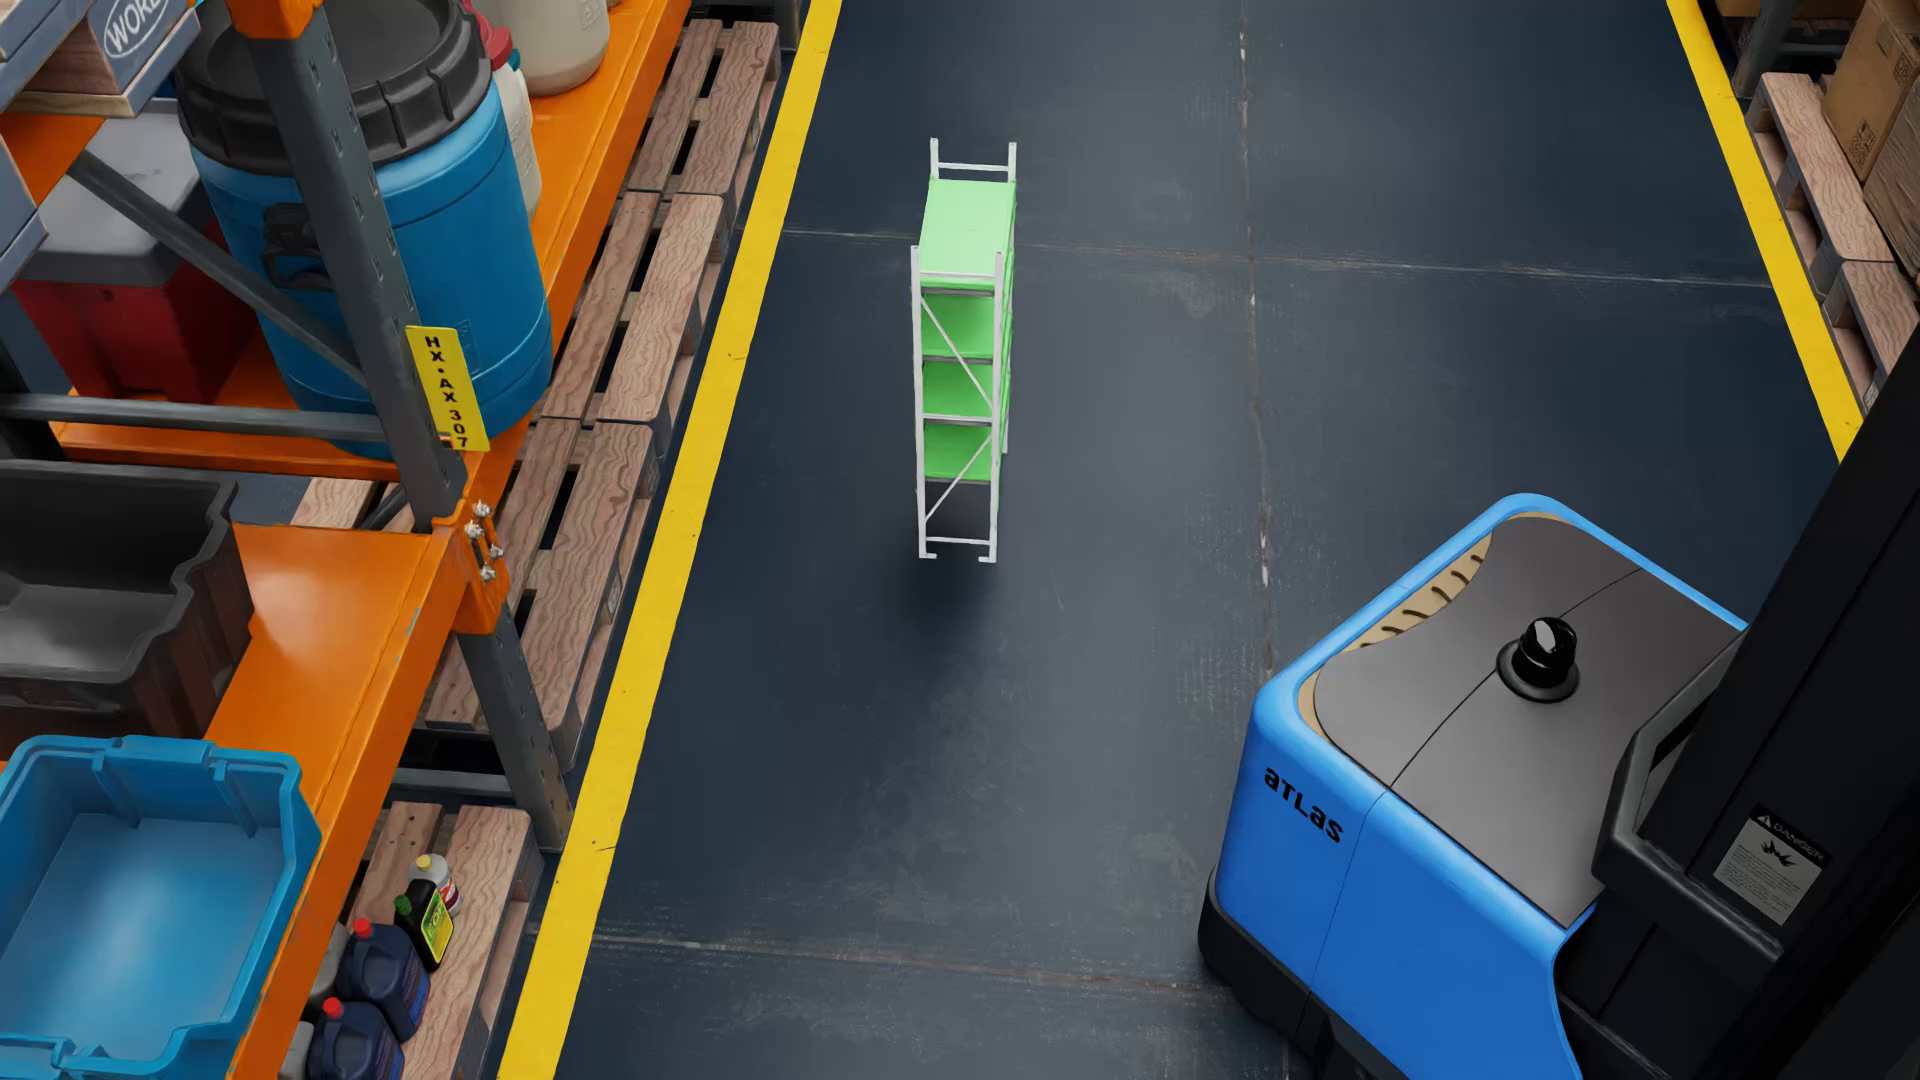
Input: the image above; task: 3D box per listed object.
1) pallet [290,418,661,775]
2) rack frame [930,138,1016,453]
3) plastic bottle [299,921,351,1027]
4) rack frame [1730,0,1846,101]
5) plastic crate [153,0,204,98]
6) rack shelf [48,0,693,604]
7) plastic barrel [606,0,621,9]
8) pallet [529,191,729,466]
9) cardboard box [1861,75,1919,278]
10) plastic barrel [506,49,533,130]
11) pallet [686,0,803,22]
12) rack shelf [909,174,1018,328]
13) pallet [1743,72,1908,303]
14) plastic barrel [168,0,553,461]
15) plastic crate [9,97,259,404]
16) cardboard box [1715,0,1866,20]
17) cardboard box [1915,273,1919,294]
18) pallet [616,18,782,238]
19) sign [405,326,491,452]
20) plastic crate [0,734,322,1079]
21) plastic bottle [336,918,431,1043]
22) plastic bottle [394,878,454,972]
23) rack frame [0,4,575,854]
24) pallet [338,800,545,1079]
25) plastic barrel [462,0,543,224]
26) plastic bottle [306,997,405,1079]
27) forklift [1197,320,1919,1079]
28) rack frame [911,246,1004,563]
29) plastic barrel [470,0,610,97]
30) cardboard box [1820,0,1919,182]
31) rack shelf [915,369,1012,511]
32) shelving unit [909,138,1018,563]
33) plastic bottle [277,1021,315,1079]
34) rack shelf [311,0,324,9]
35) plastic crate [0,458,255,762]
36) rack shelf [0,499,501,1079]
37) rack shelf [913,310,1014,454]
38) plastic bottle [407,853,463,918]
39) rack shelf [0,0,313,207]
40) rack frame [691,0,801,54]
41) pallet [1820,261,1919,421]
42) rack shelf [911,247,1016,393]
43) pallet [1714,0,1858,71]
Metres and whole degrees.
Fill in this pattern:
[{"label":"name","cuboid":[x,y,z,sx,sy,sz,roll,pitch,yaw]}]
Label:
[{"label":"pallet","cuboid":[-1.528,0.114,5.003,1.003,0.211,1.213,4,48,4]},{"label":"rack frame","cuboid":[0.037,-0.706,5.083,0.240,1.200,0.015,4,48,4]},{"label":"plastic bottle","cuboid":[-1.476,0.981,3.817,0.144,0.351,0.185,4,48,4]},{"label":"rack frame","cuboid":[3.736,-2.854,5.828,1.000,3.000,0.127,4,48,4]},{"label":"plastic crate","cuboid":[-1.770,-1.074,4.210,0.392,0.384,0.575,4,48,4]},{"label":"rack shelf","cuboid":[-1.378,-1.475,5.054,1.077,0.370,4.000,4,48,4]},{"label":"plastic barrel","cuboid":[-1.149,-1.839,4.807,0.433,0.535,0.433,0,48,0]},{"label":"pallet","cuboid":[-1.419,-0.785,5.825,1.003,0.211,1.213,4,48,4]},{"label":"cardboard box","cuboid":[3.657,-1.257,5.763,0.700,0.500,0.500,0,48,0]},{"label":"plastic barrel","cuboid":[-1.287,-1.163,4.375,0.301,0.262,0.301,0,48,0]},{"label":"pallet","cuboid":[-1.166,-2.828,7.694,1.003,0.211,1.213,4,48,4]},{"label":"rack shelf","cuboid":[0.015,-0.807,4.611,0.258,0.148,0.480,4,48,4]},{"label":"pallet","cuboid":[3.664,-1.339,6.331,1.003,0.211,1.213,4,48,4]},{"label":"plastic barrel","cuboid":[-1.224,-0.681,3.500,0.600,0.901,0.708,4,48,4]},{"label":"plastic crate","cuboid":[-1.821,-0.646,3.765,0.402,0.464,0.583,4,48,4]},{"label":"cardboard box","cuboid":[3.820,-2.784,6.919,1.225,0.875,0.875,2,48,2]},{"label":"cardboard box","cuboid":[3.612,-0.840,5.381,0.700,0.500,0.500,7,48,7]},{"label":"pallet","cuboid":[-1.305,-1.679,6.643,1.003,0.211,1.213,4,48,4]},{"label":"sign","cuboid":[-1.014,-0.296,3.301,0.100,0.325,0.005,4,48,4]},{"label":"plastic crate","cuboid":[-1.391,0.634,2.738,0.499,0.251,0.616,4,48,4]},{"label":"plastic bottle","cuboid":[-1.332,0.990,3.808,0.144,0.351,0.185,3,48,2]},{"label":"plastic bottle","cuboid":[-1.276,0.896,3.940,0.061,0.283,0.133,6,48,5]},{"label":"rack frame","cuboid":[-1.561,-0.248,3.444,1.000,3.000,0.127,4,48,4]},{"label":"pallet","cuboid":[-1.663,1.184,4.024,1.003,0.211,1.213,4,48,4]},{"label":"plastic barrel","cuboid":[-1.255,-0.982,4.023,0.433,0.535,0.433,0,48,0]},{"label":"plastic bottle","cuboid":[-1.350,1.131,3.679,0.144,0.351,0.185,2,48,2]},{"label":"forklift","cuboid":[1.953,0.651,2.668,1.130,2.935,3.031,-33,56,-26]},{"label":"rack frame","cuboid":[-0.007,-0.347,4.755,0.240,1.200,0.015,4,48,4]},{"label":"plastic barrel","cuboid":[-1.188,-1.521,4.516,0.433,0.535,0.433,0,48,0]},{"label":"cardboard box","cuboid":[3.695,-1.665,6.136,0.700,0.500,0.500,2,48,1]},{"label":"rack shelf","cuboid":[0.015,-0.321,5.143,0.258,0.148,0.480,4,48,4]},{"label":"shelving unit","cuboid":[0.015,-0.527,4.919,0.258,1.200,0.503,4,48,4]},{"label":"plastic bottle","cuboid":[-1.500,1.165,3.699,0.152,0.276,0.135,4,48,4]},{"label":"rack shelf","cuboid":[-1.378,-2.487,3.947,1.077,0.370,4.000,4,48,4]},{"label":"plastic crate","cuboid":[-1.735,0.149,3.123,0.767,0.338,0.504,4,48,4]},{"label":"rack shelf","cuboid":[-1.743,1.465,2.365,1.077,0.370,4.000,4,48,4]},{"label":"rack shelf","cuboid":[0.015,-0.483,4.966,0.258,0.148,0.480,4,48,4]},{"label":"plastic bottle","cuboid":[-1.283,0.836,4.051,0.097,0.201,0.097,0,48,0]},{"label":"rack shelf","cuboid":[-1.743,0.452,1.258,1.077,0.370,4.000,4,48,4]},{"label":"rack frame","cuboid":[-1.196,-3.187,6.132,1.000,3.000,0.127,4,48,4]},{"label":"pallet","cuboid":[3.550,-0.445,5.514,1.003,0.211,1.213,4,48,4]},{"label":"rack shelf","cuboid":[0.015,-0.645,4.789,0.258,0.148,0.480,4,48,4]},{"label":"pallet","cuboid":[3.883,-2.487,7.382,1.003,0.211,1.213,4,48,4]}]
